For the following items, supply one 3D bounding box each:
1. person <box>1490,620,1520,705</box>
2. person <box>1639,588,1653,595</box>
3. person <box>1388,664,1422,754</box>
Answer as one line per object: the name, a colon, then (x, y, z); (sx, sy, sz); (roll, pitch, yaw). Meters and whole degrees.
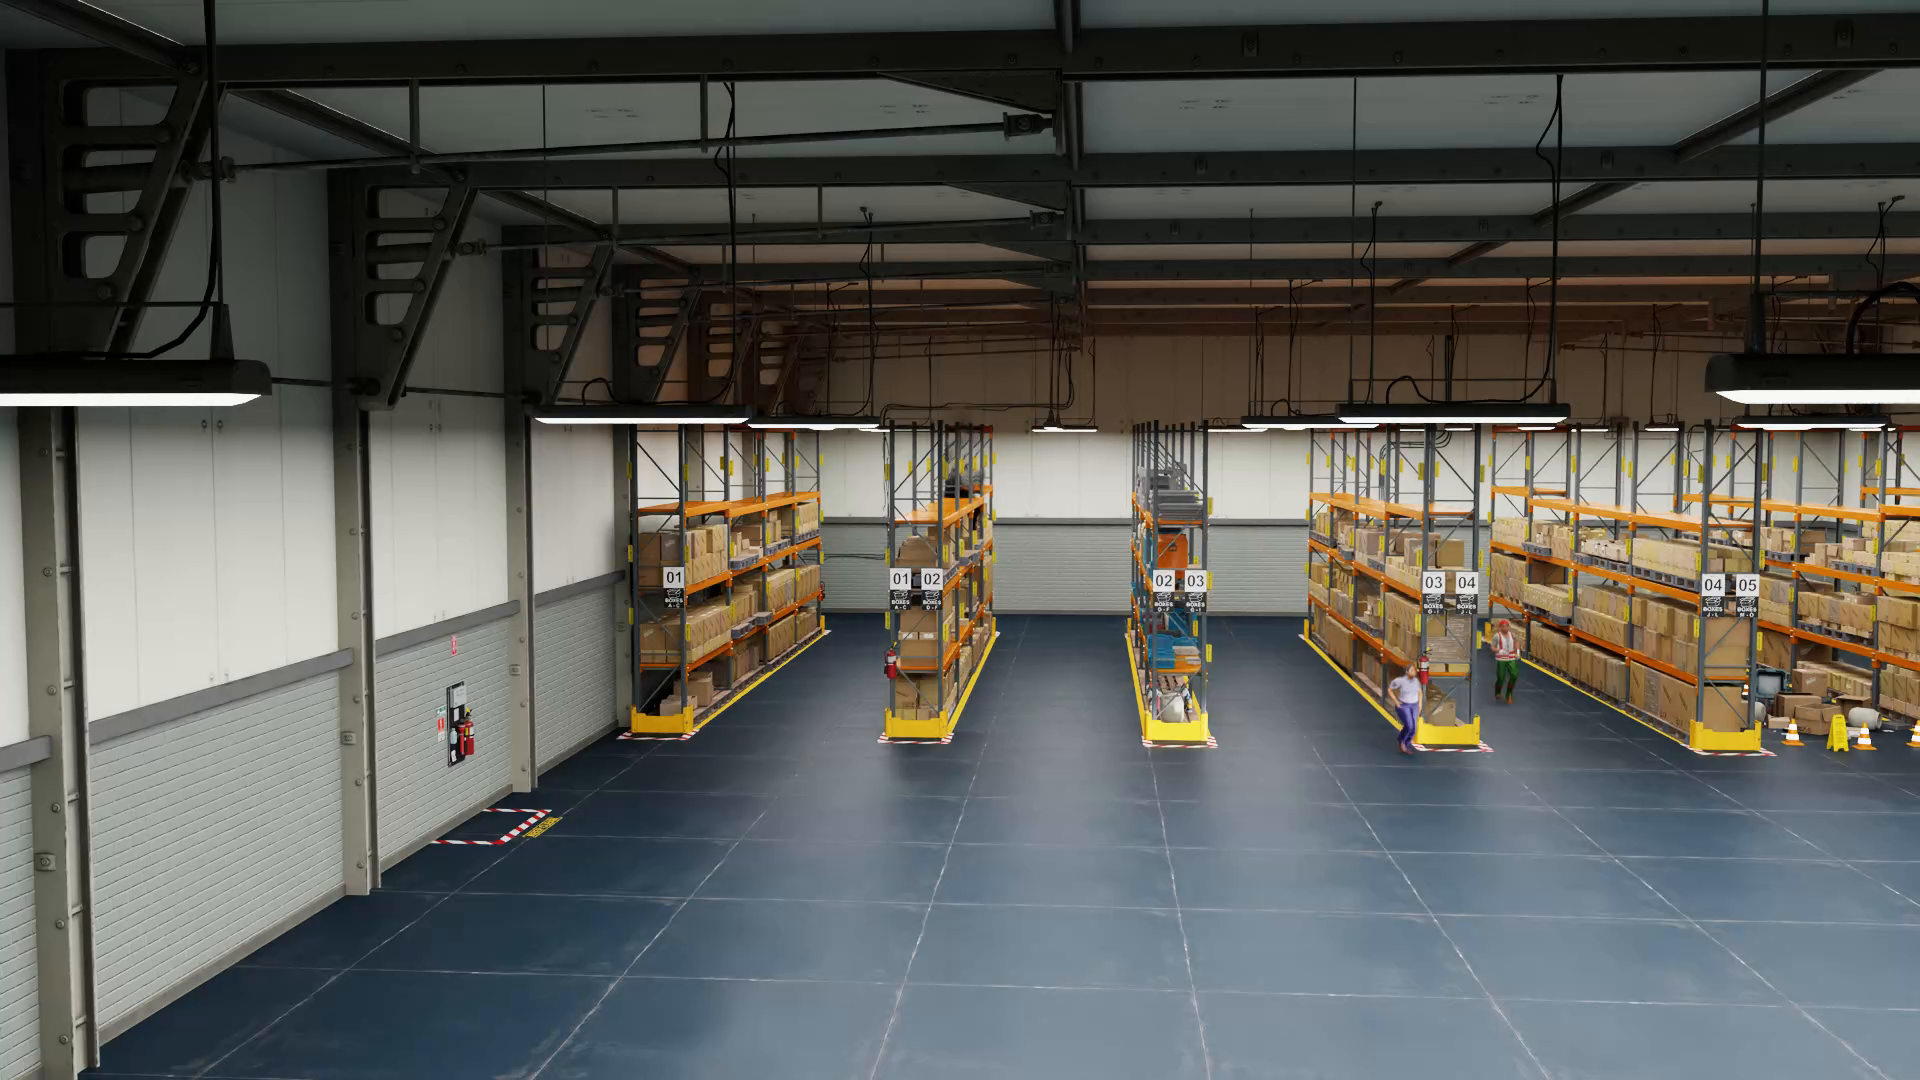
person: (11.660, 2.604, 35.510); (0.670, 1.809, 0.750); (0, 4, 1)
person: (19.573, 1.920, 47.311); (0.687, 1.712, 0.612); (1, 4, 14)
person: (8.039, 3.041, 29.775); (0.630, 1.602, 0.551); (-1, 4, -18)
